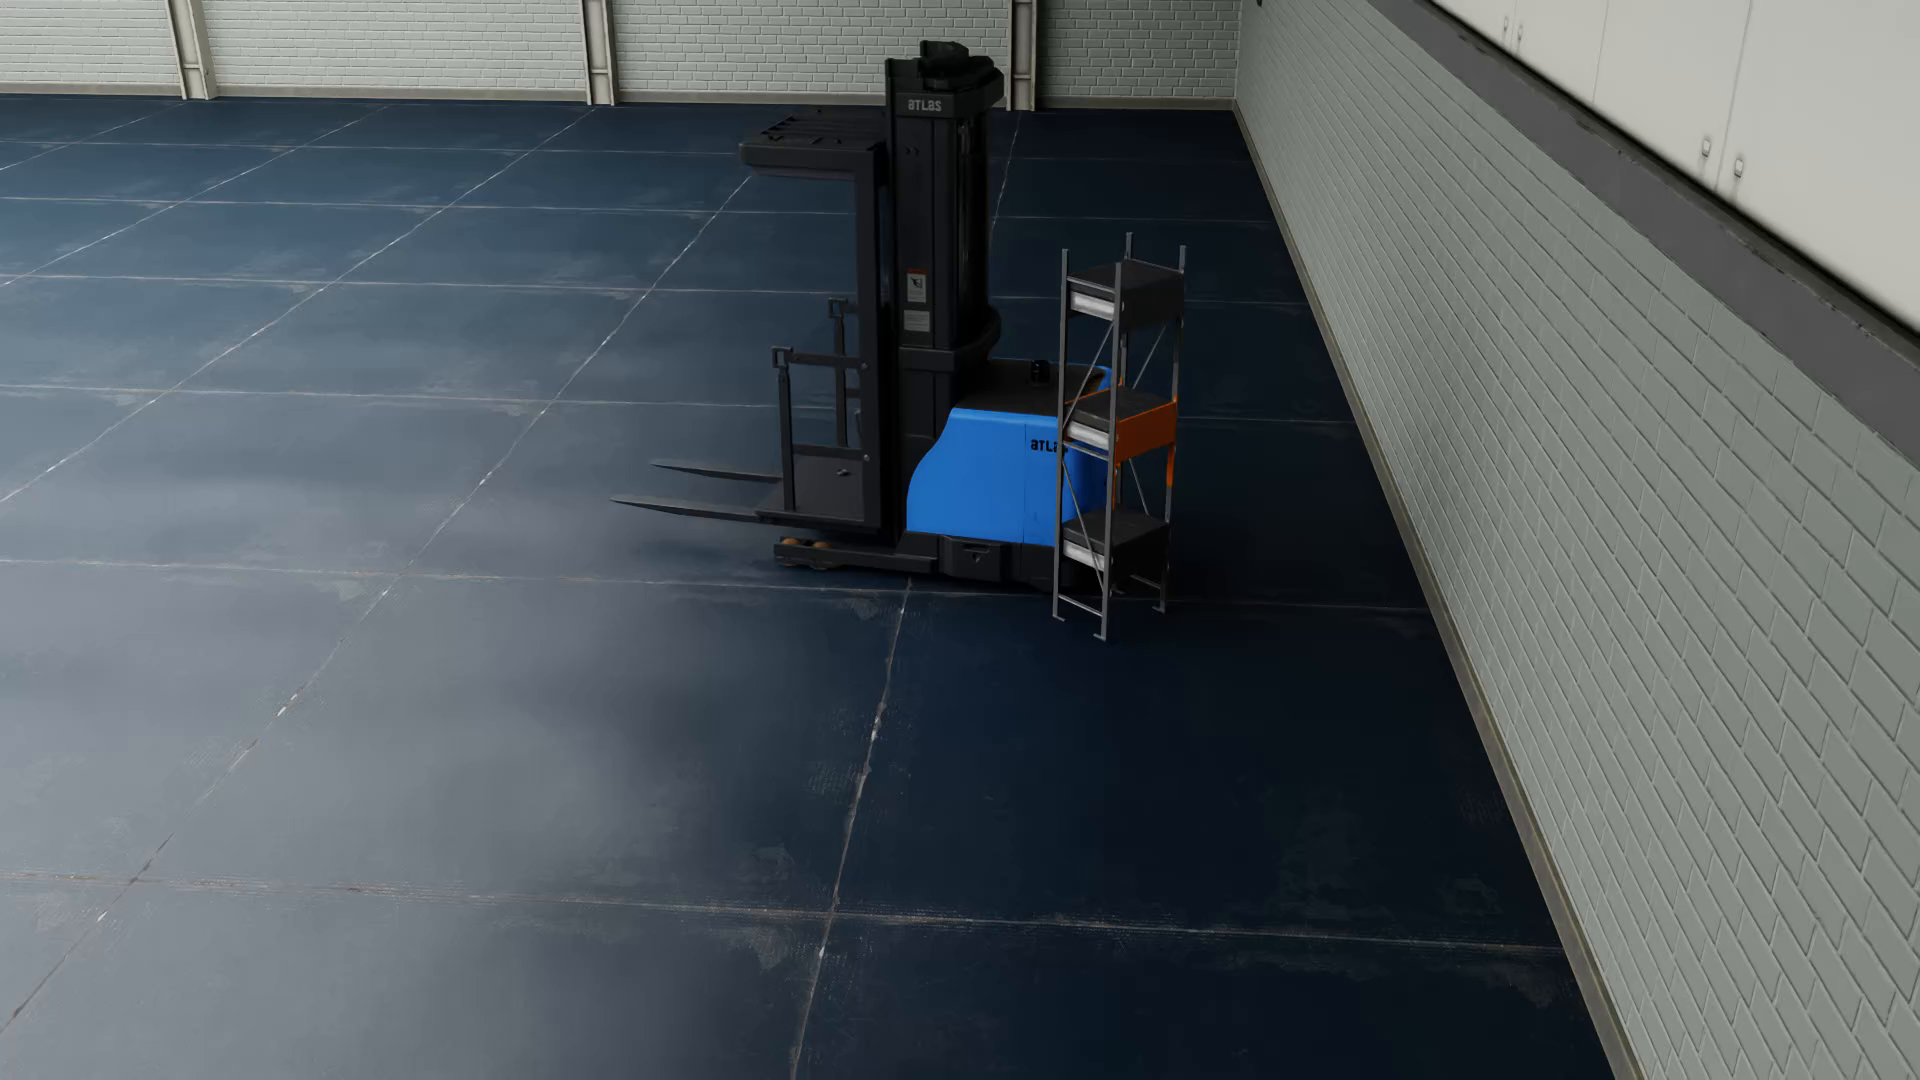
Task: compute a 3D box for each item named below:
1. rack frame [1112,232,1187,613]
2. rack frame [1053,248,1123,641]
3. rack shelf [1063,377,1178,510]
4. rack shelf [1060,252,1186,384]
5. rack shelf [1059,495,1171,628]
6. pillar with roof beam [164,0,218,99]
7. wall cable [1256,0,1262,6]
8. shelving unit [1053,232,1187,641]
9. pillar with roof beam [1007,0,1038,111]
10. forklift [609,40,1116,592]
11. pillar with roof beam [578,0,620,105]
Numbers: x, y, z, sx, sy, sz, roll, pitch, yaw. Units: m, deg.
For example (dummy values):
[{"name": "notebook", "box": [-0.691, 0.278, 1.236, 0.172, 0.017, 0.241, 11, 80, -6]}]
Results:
[{"name": "rack frame", "box": [1.018, -0.604, 9.051, 0.015, 2.100, 0.400, -21, 32, -38]}, {"name": "rack frame", "box": [0.662, -0.465, 8.748, 0.015, 2.100, 0.400, -21, 32, -38]}, {"name": "rack shelf", "box": [0.840, -0.522, 8.905, 0.480, 0.518, 0.431, -21, 32, -38]}, {"name": "rack shelf", "box": [0.840, -1.158, 8.613, 0.480, 0.518, 0.431, -21, 32, -38]}, {"name": "rack shelf", "box": [0.840, 0.114, 9.198, 0.480, 0.518, 0.431, -21, 32, -38]}, {"name": "pillar with roof beam", "box": [-11.428, -8.765, 18.532, 0.400, 9.000, 9.100, 2, 25, 4]}, {"name": "wall cable", "box": [3.702, -8.119, 20.843, 0.112, 2.526, 3.097, 2, 25, 4]}, {"name": "shelving unit", "box": [0.840, -0.535, 8.900, 0.503, 2.100, 0.431, -21, 32, -38]}, {"name": "pillar with roof beam", "box": [0.536, -8.381, 17.698, 0.400, 9.000, 9.100, 2, 25, 4]}, {"name": "forklift", "box": [-0.619, -1.356, 9.691, 3.031, 2.935, 1.130, 6, 25, 13]}, {"name": "pillar with roof beam", "box": [-5.446, -8.573, 18.115, 0.400, 9.000, 9.100, 2, 25, 4]}]
